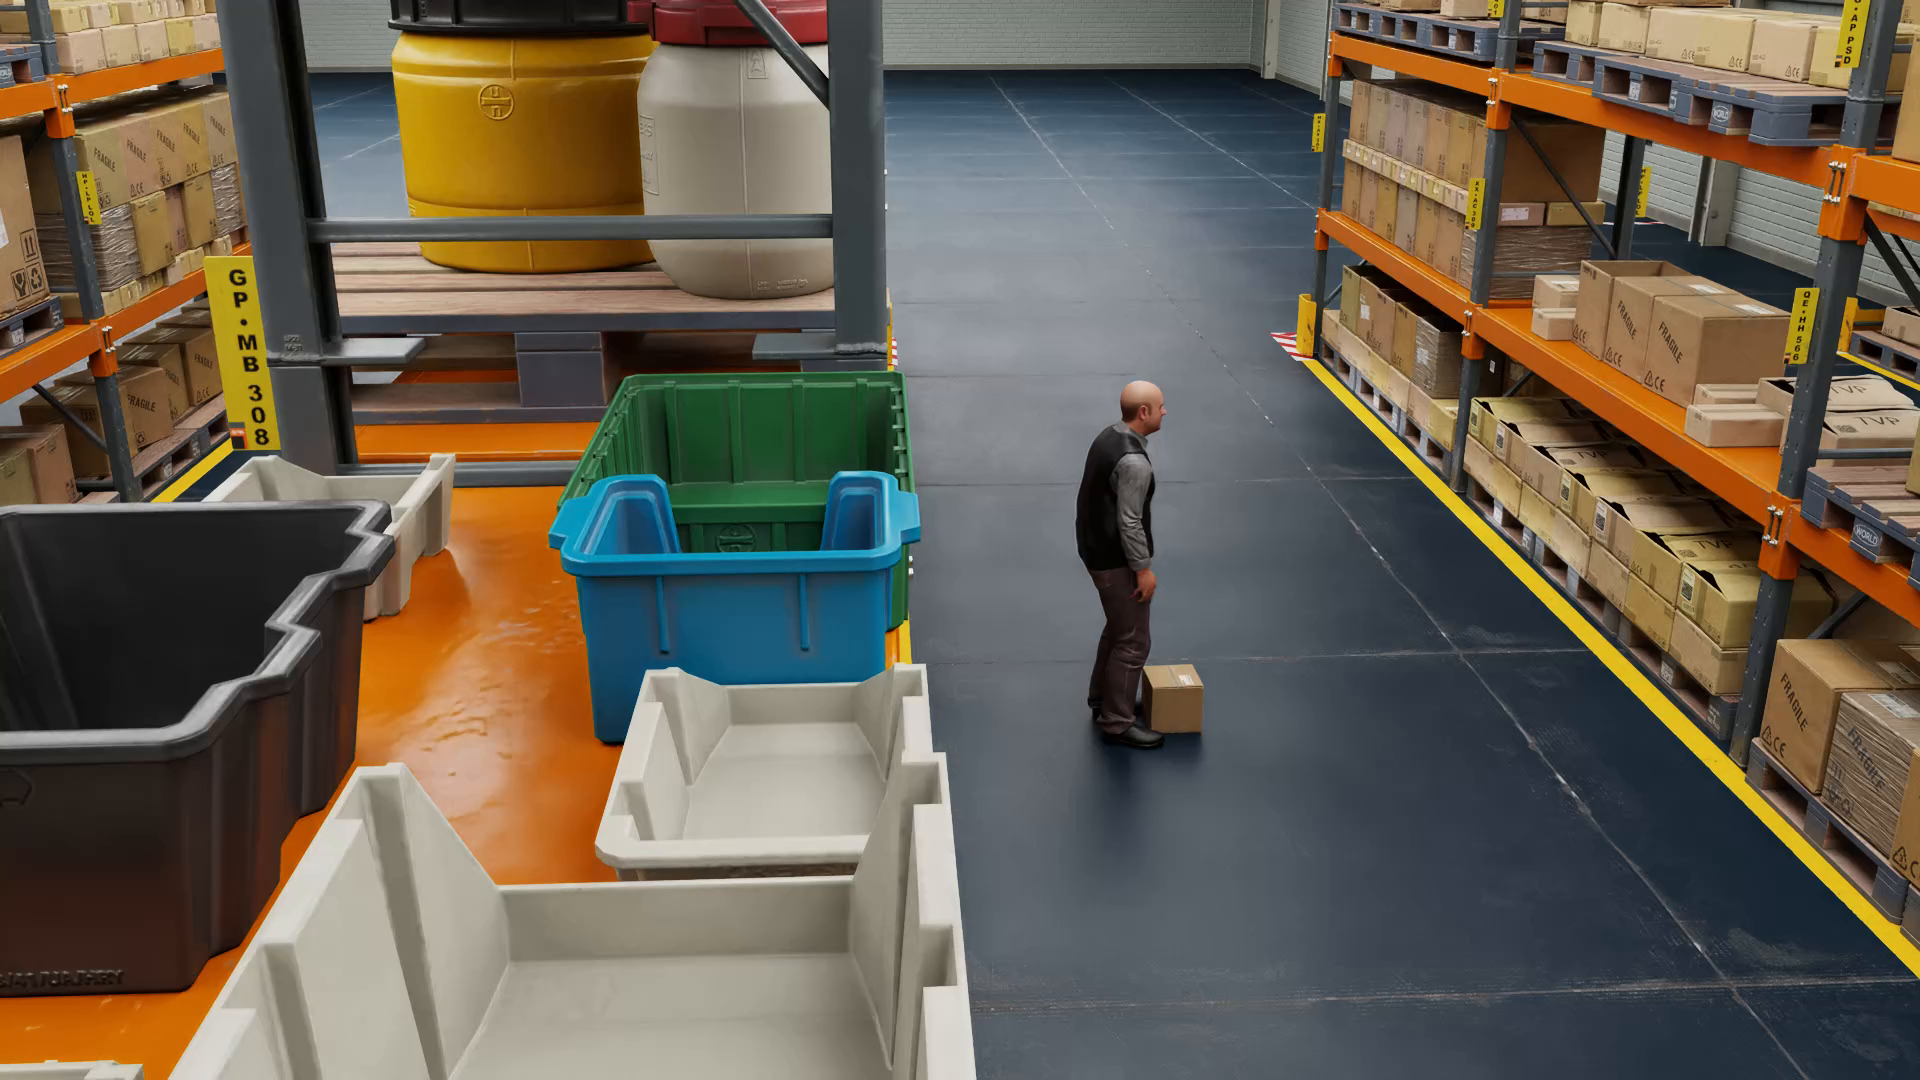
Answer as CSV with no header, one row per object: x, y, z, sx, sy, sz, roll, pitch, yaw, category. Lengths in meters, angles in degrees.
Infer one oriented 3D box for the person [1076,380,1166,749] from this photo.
0.754,0.092,7.858,0.411,1.722,0.593,-2,20,-6,person
